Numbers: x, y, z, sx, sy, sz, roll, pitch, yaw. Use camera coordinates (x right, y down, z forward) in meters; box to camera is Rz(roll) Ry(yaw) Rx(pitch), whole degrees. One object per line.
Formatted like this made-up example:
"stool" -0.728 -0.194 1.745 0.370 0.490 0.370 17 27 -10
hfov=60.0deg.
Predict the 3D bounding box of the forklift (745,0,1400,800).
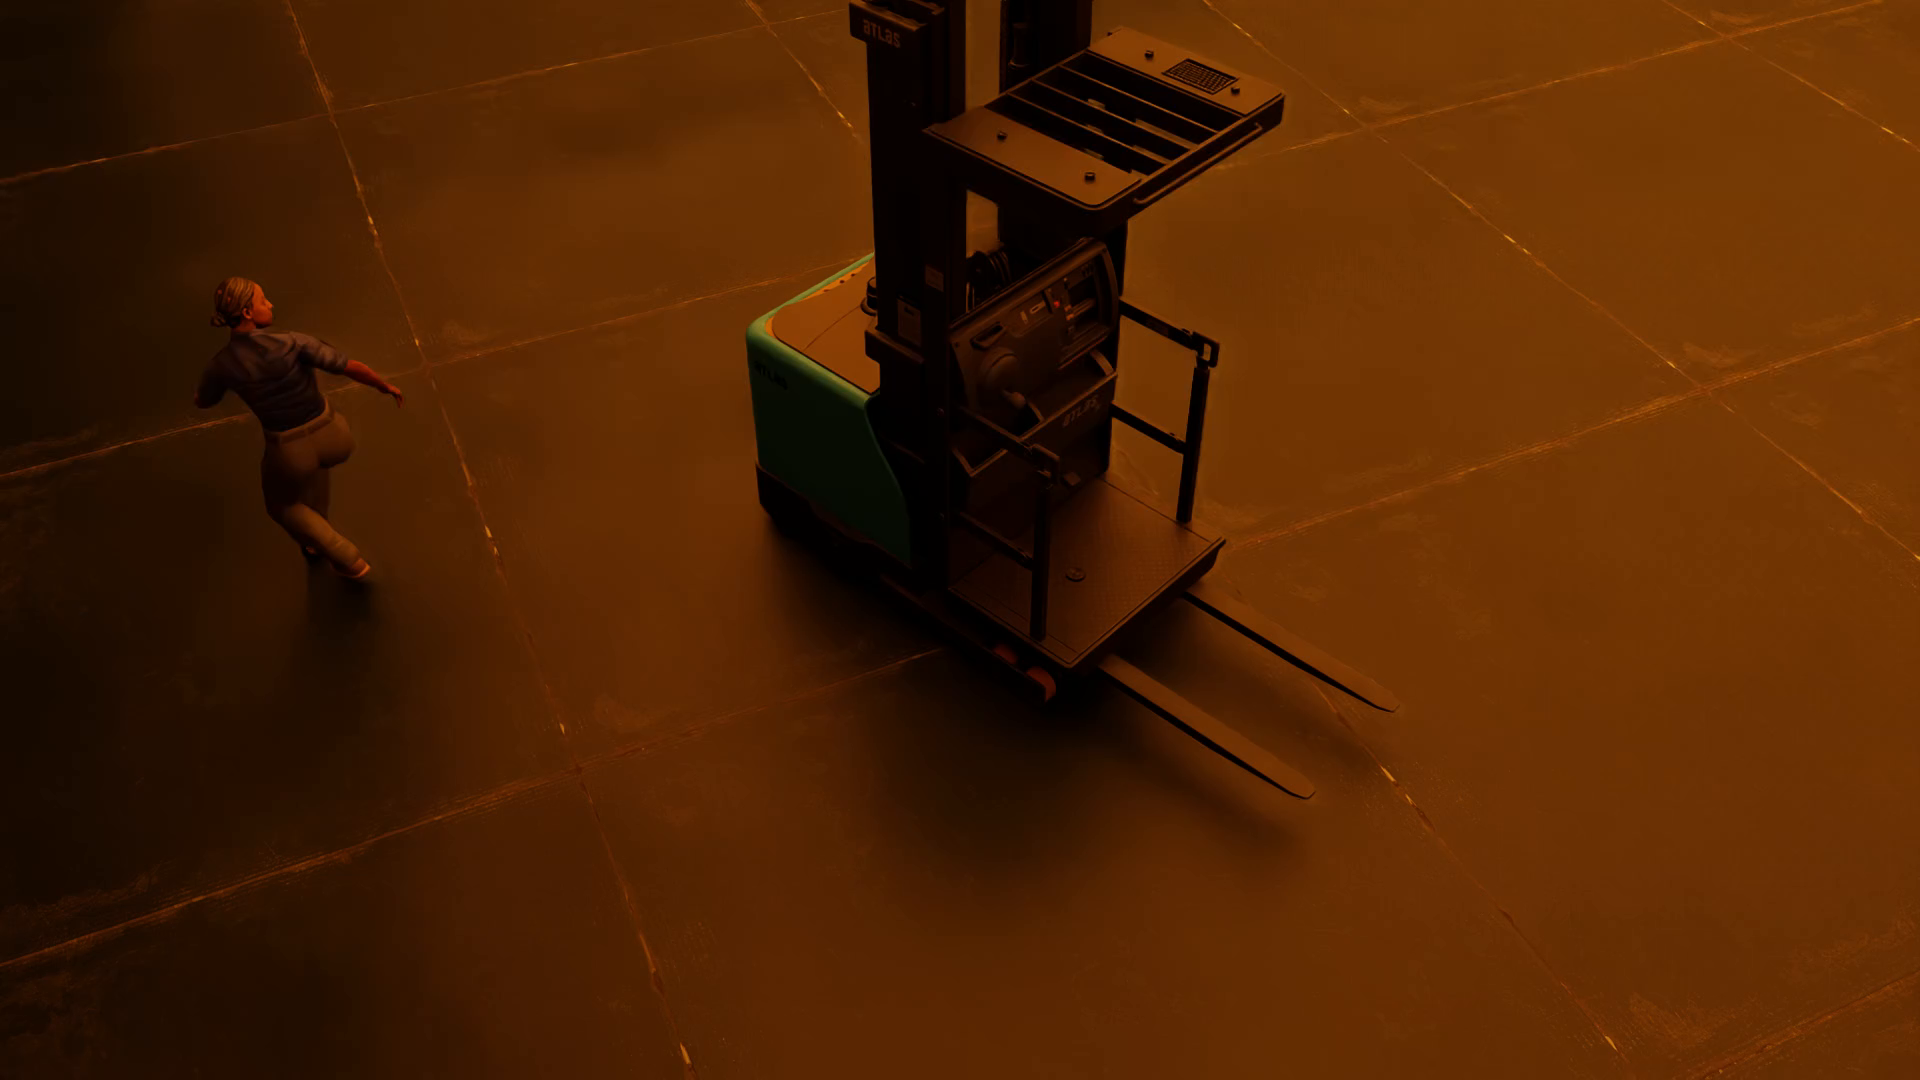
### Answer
"forklift" 0.463 -0.777 6.512 3.031 2.935 1.130 32 52 30

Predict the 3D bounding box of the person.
"person" -2.867 -0.539 7.299 0.799 1.530 0.820 -26 49 -25
